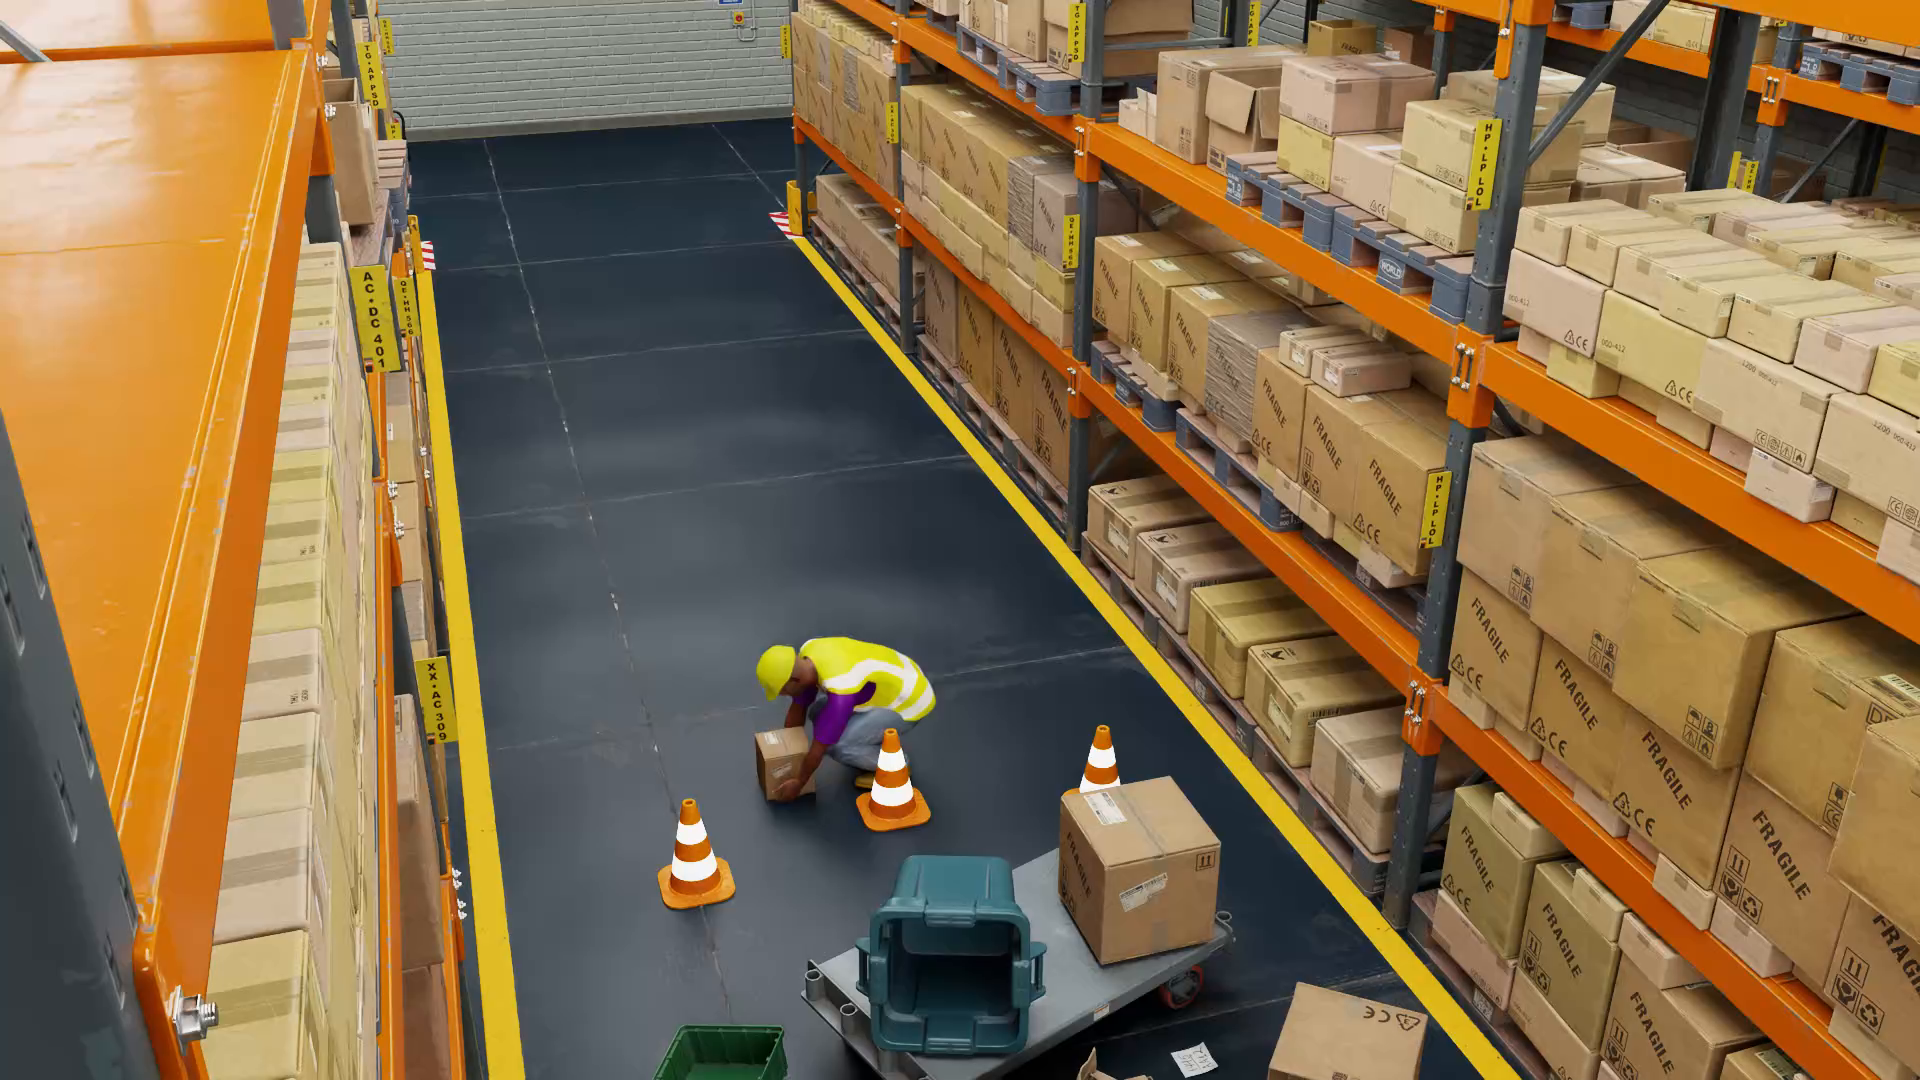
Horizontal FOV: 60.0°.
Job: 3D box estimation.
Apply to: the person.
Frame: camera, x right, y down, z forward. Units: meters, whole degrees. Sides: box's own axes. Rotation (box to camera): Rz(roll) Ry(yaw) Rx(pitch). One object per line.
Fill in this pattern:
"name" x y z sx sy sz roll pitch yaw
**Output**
"person" -0.578 0.864 8.433 0.898 0.892 0.553 -8 27 -16
